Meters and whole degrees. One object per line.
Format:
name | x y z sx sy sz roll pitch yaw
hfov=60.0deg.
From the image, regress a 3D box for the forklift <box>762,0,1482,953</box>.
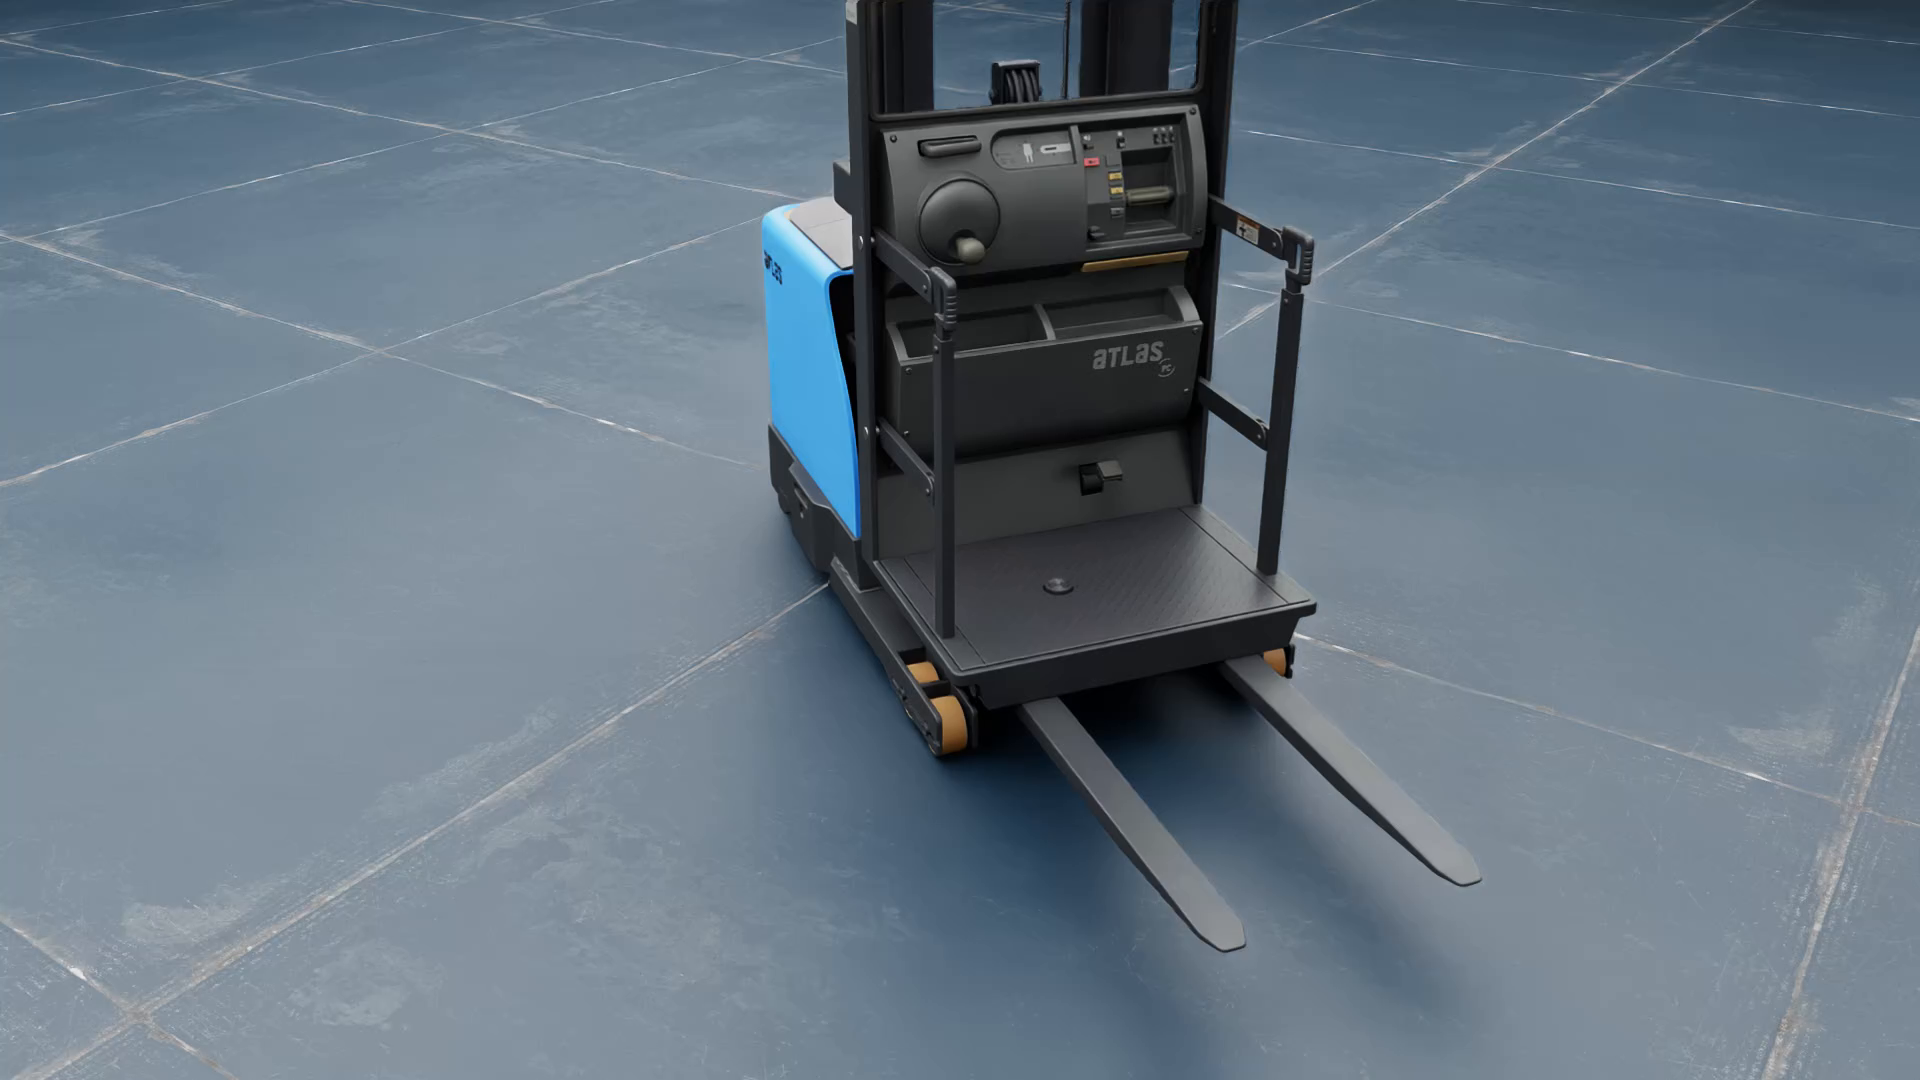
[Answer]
forklift | 0.324 -0.927 4.339 1.130 2.935 3.031 -10 29 -19
